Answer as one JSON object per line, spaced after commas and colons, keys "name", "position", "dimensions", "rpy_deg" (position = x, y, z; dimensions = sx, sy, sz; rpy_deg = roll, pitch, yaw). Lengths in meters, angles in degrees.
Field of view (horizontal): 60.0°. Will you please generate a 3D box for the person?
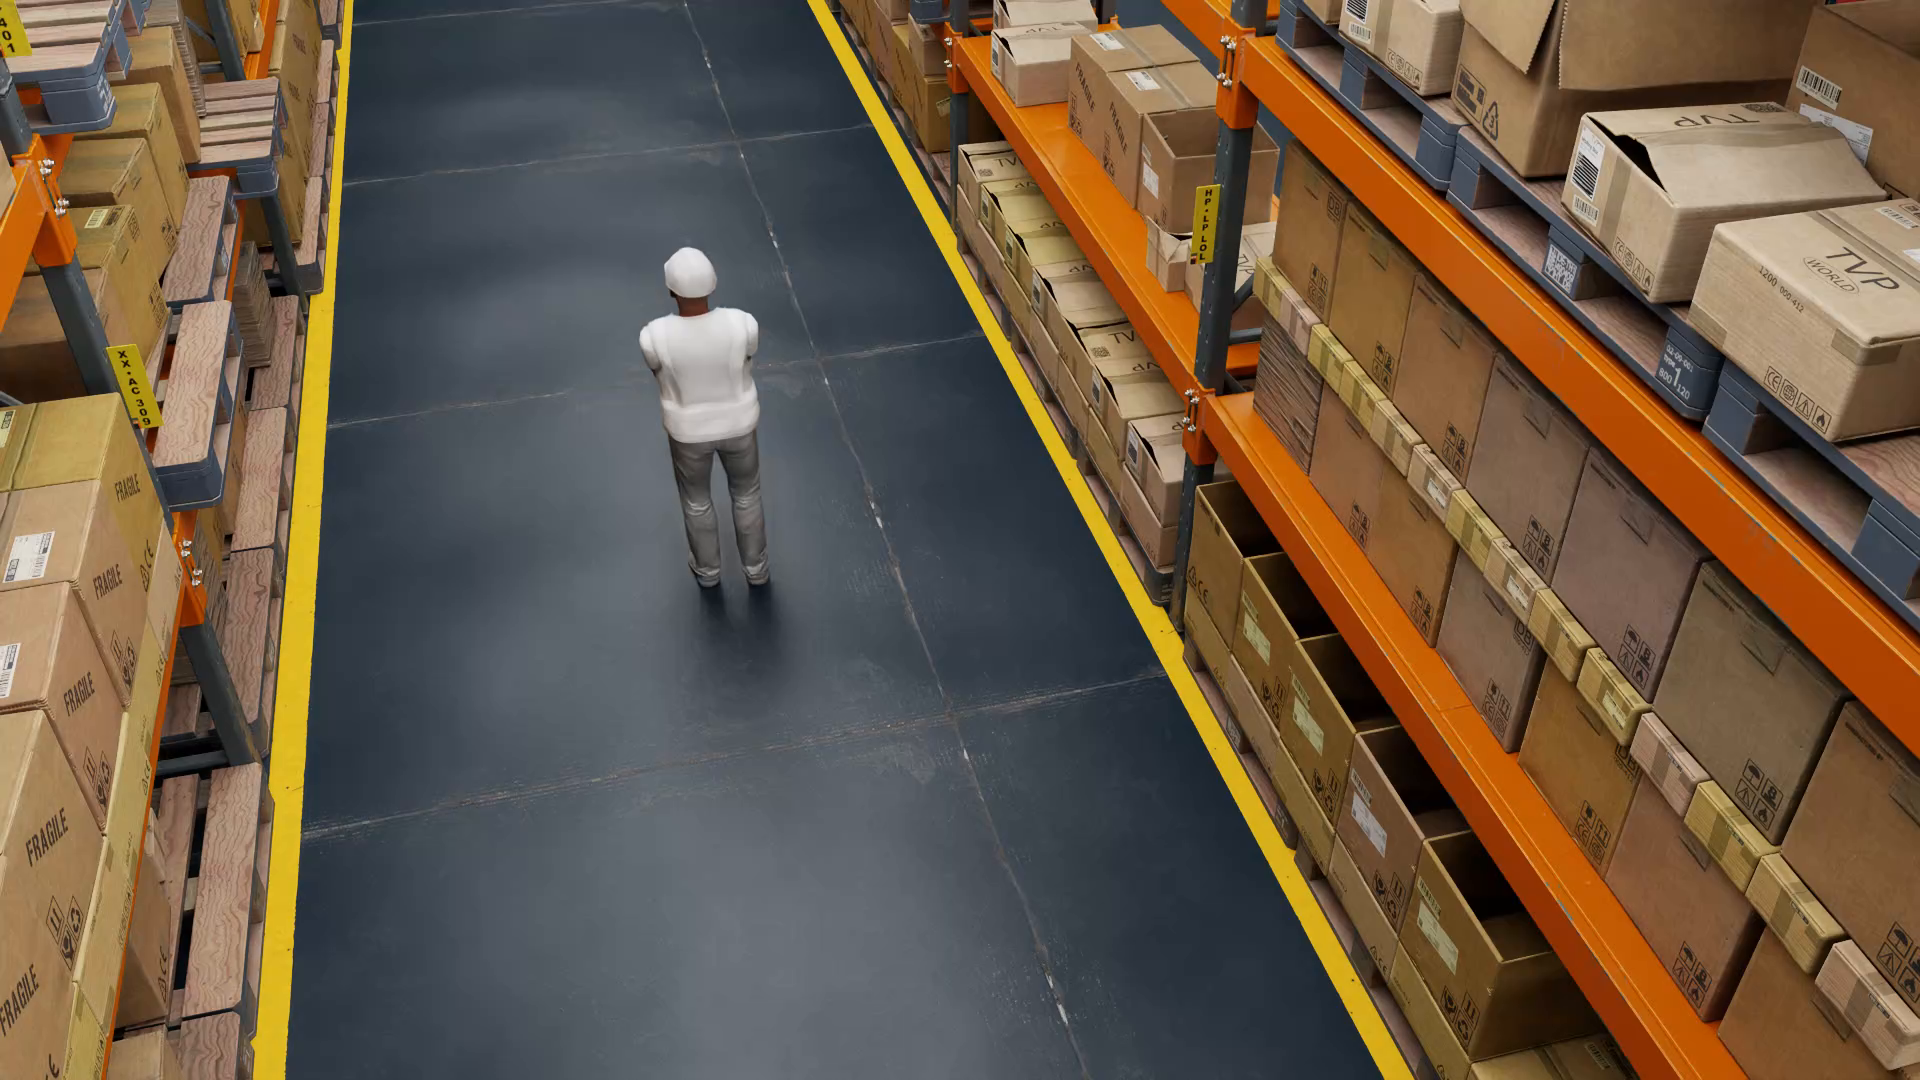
{"name": "person", "position": [-1.135, -0.572, 7.431], "dimensions": [0.504, 1.761, 0.572], "rpy_deg": [-9, 39, -11]}
